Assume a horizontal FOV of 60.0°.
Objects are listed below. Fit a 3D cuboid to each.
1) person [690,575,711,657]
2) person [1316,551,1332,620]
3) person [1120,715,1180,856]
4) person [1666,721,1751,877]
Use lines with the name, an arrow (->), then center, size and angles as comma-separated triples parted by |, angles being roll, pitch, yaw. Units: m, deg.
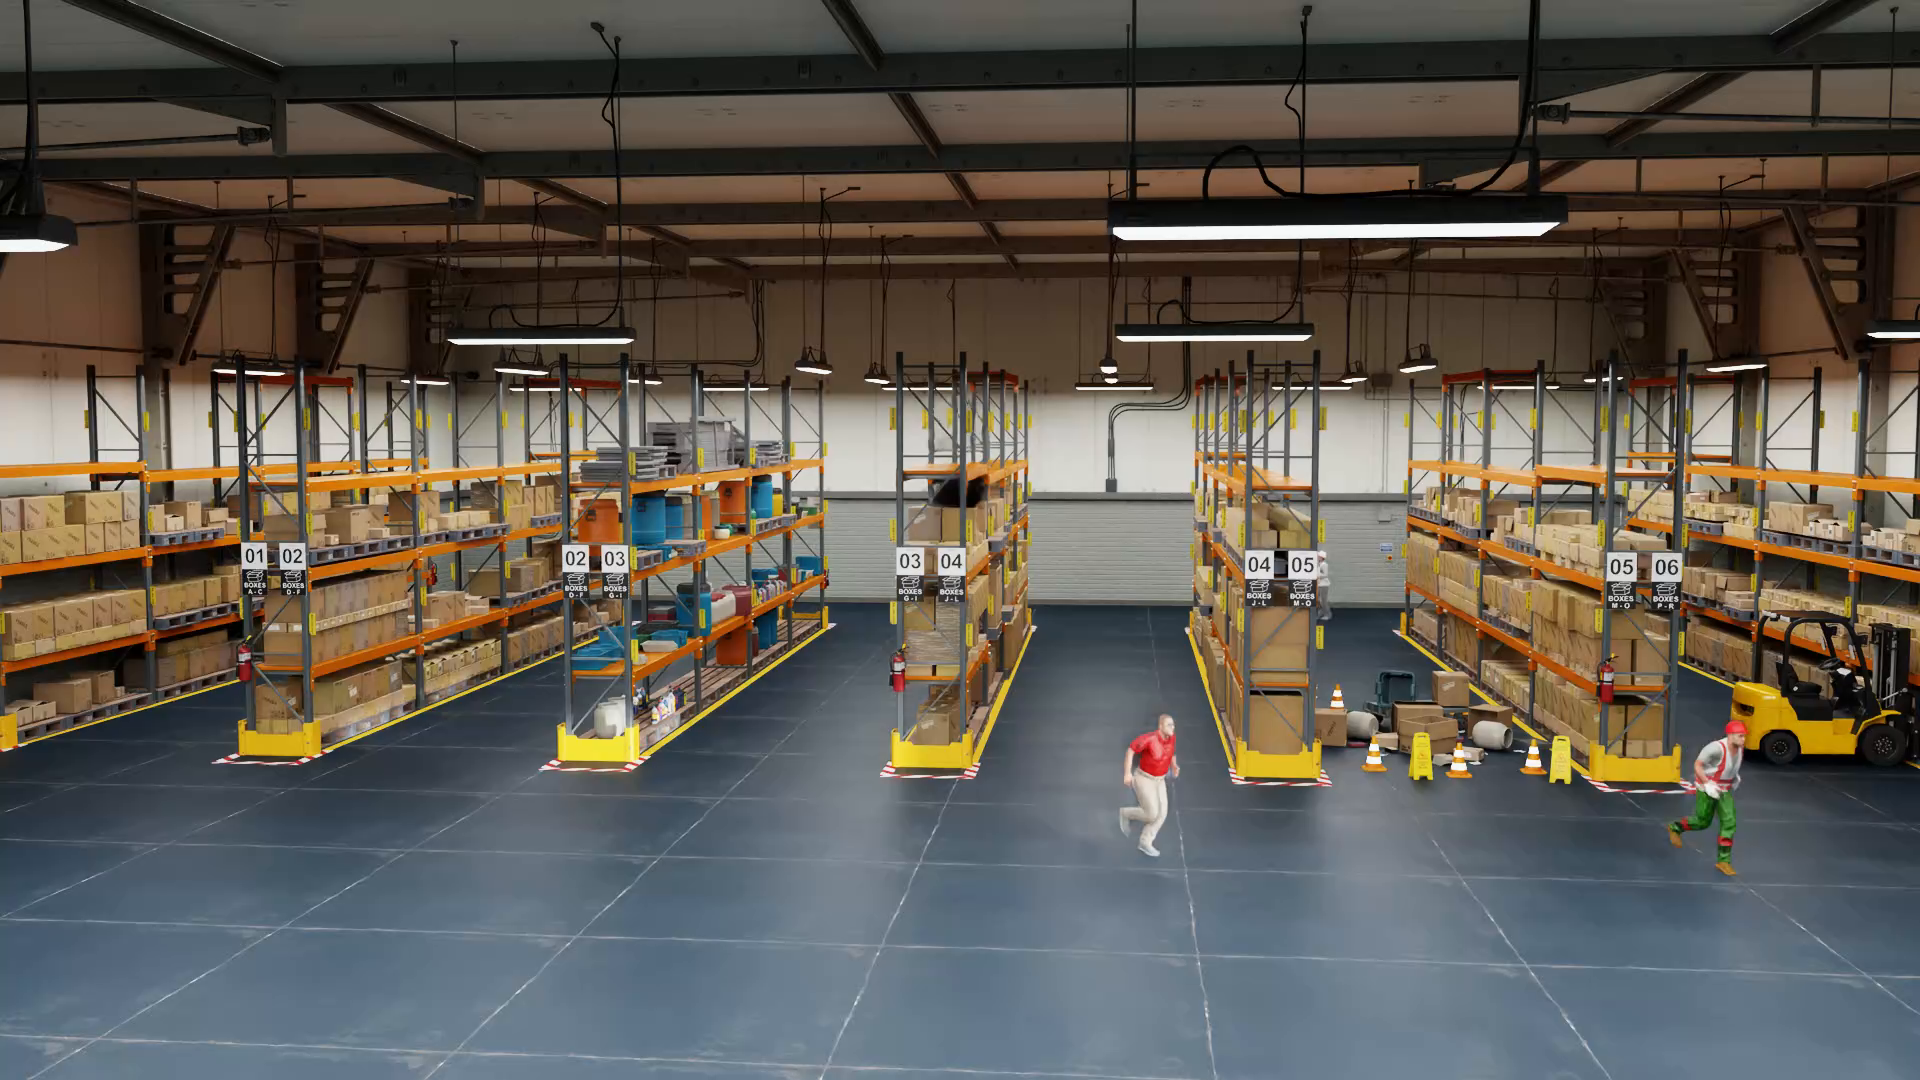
person -> -5.687, 1.608, 35.817 | 0.708, 1.765, 0.824 | 0, 4, 1
person -> 9.058, 1.159, 41.826 | 0.687, 1.775, 0.634 | -1, 4, -14
person -> 2.199, 2.825, 19.330 | 0.765, 1.664, 0.657 | 4, 6, 44
person -> 8.440, 2.838, 18.707 | 0.677, 1.730, 0.969 | -2, 5, -29
